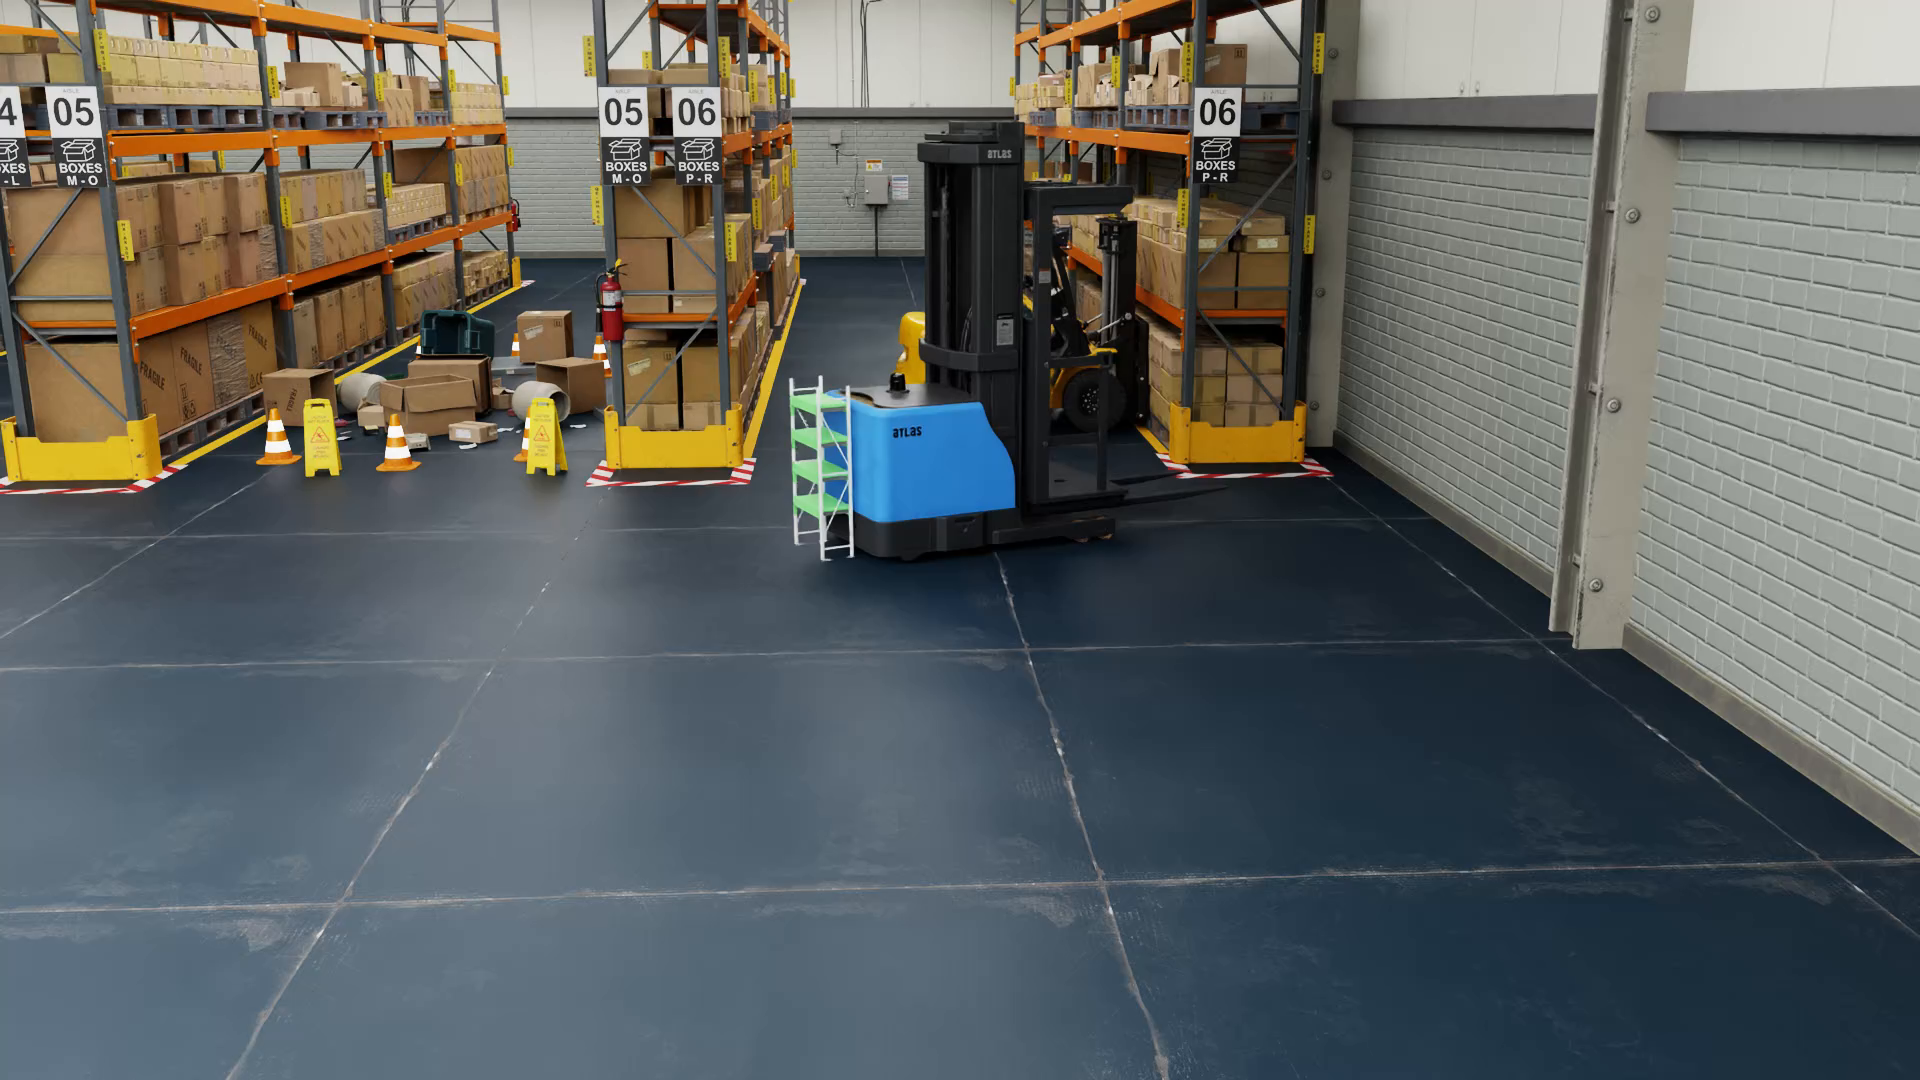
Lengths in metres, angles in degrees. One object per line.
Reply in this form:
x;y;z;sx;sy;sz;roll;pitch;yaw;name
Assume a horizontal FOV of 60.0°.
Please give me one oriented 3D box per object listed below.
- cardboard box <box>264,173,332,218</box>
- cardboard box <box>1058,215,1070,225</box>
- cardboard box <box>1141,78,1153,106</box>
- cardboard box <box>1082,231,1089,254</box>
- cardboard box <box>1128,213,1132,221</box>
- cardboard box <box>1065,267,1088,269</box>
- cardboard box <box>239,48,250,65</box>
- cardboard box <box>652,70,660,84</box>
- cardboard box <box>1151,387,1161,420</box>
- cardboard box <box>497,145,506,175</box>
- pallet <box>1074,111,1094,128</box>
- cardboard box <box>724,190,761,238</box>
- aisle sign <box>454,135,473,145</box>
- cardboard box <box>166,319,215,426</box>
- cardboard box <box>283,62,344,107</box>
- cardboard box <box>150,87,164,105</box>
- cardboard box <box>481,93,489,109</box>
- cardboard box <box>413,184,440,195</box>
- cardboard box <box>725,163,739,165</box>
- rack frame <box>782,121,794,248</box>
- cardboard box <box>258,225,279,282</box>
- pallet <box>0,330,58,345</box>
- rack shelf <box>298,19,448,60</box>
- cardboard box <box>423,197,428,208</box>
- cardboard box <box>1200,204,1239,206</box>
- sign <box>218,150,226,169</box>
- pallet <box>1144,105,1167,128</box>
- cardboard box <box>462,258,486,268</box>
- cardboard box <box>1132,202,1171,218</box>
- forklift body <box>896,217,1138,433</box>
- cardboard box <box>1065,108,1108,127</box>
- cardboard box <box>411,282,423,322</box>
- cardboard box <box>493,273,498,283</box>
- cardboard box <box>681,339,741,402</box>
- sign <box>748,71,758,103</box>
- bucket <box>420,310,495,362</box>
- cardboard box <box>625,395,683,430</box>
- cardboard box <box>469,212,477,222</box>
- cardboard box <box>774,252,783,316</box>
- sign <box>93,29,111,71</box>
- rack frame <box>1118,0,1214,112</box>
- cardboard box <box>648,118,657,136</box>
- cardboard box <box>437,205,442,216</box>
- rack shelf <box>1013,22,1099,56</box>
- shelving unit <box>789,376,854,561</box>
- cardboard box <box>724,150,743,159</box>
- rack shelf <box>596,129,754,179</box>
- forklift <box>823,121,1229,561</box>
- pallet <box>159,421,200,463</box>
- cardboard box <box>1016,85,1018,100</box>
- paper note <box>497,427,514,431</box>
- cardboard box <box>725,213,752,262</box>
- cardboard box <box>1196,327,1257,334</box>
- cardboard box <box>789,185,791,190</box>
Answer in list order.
-7.805;-4.032;19.468;0.700;0.500;0.500;-1;14;-4;cardboard box
1.543;-4.409;22.806;0.380;0.149;0.250;-1;14;-2;cardboard box
2.003;-4.441;16.474;0.396;0.266;0.258;-1;14;-5;cardboard box
1.815;-3.730;20.806;0.500;0.250;0.500;-1;14;-5;cardboard box
1.989;-3.390;17.681;0.380;0.149;0.250;-1;14;-2;cardboard box
1.692;-3.796;23.632;0.380;0.149;0.250;0;14;-2;cardboard box
-7.318;-4.816;16.567;0.380;0.149;0.250;-1;14;-4;cardboard box
-2.785;-3.965;14.299;0.380;0.149;0.250;-1;14;-2;cardboard box
2.096;-1.288;15.689;0.500;0.250;0.500;-1;14;-3;cardboard box
-8.141;-6.547;28.650;0.500;0.500;0.500;-1;14;-5;cardboard box
2.098;-5.364;21.214;1.213;0.211;1.003;0;14;-1;pallet
-2.483;-3.615;18.415;0.500;0.500;0.500;-1;14;-2;cardboard box
-8.721;-7.253;28.980;0.394;0.787;0.004;-1;14;-3;aisle sign
-7.591;-1.562;15.500;0.875;0.875;0.875;-1;14;-4;cardboard box
-7.535;-5.316;19.404;0.500;0.500;0.500;-1;14;-3;cardboard box
-7.175;-3.863;14.463;0.380;0.149;0.250;-1;14;-3;cardboard box
-8.073;-7.238;27.414;0.500;0.250;0.500;-1;14;-3;cardboard box
-7.932;-5.192;24.654;0.380;0.149;0.250;-1;14;-5;cardboard box
-3.345;-5.001;23.236;0.500;0.500;0.500;-1;14;-3;cardboard box
-3.483;-6.082;29.646;1.000;3.000;0.127;-1;14;-3;rack frame
-7.639;-2.977;17.278;0.875;0.550;0.550;-1;14;-3;cardboard box
-12.852;-2.786;22.433;1.003;0.211;1.213;-1;14;-3;pallet
-8.046;-6.852;22.844;1.077;0.370;4.000;-1;14;-3;rack shelf
-7.882;-4.856;23.944;0.380;0.149;0.250;-2;15;-6;cardboard box
2.583;-3.288;16.688;0.380;0.149;0.250;-1;14;-4;cardboard box
-12.832;-6.610;28.897;0.100;0.325;0.005;-1;14;-3;sign
2.365;-4.071;15.986;1.003;0.211;1.213;-1;14;-3;pallet
-8.055;-4.575;27.471;0.380;0.149;0.250;-1;14;-3;cardboard box
1.982;-3.406;17.144;0.380;0.149;0.250;-1;14;-2;cardboard box
0.524;-2.213;16.311;2.313;2.155;1.214;-1;14;-3;forklift body
1.692;-5.674;22.341;0.500;0.250;0.500;-1;14;-5;cardboard box
-7.746;-3.289;22.963;0.500;0.500;0.500;-1;14;-3;cardboard box
-8.023;-4.423;28.074;0.380;0.149;0.250;-2;15;-6;cardboard box
-2.268;-1.549;15.197;0.500;0.500;0.500;-1;14;-5;cardboard box
-2.199;-4.811;17.649;0.100;0.325;0.005;-1;14;-3;sign
-5.364;-2.149;17.878;0.726;0.611;0.620;4;5;16;bucket
-2.812;-1.178;15.259;0.500;0.250;0.500;-1;14;-4;cardboard box
-7.981;-5.200;26.720;0.380;0.149;0.250;-1;14;-2;cardboard box
-2.998;-3.662;23.661;0.875;0.875;0.875;-1;14;-3;cardboard box
-6.872;-3.923;13.321;0.100;0.325;0.005;-1;14;-3;sign
2.214;-6.081;17.601;1.000;3.000;0.127;-1;14;-3;rack frame
-2.793;-3.519;14.166;0.380;0.149;0.250;-1;14;-3;cardboard box
-7.931;-4.907;24.741;0.380;0.149;0.250;-1;14;-3;cardboard box
1.595;-8.218;27.357;1.077;0.370;4.000;-1;14;-3;rack shelf
-0.964;-0.503;11.571;0.258;1.200;0.503;-8;16;-26;shelving unit
-3.572;-6.006;25.840;0.380;0.149;0.250;-1;14;-5;cardboard box
-2.616;-3.705;15.830;1.077;0.370;4.000;-1;14;-3;rack shelf
0.559;-1.510;12.013;3.031;2.935;1.130;-7;16;-26;forklift
-7.554;-0.849;14.901;1.003;0.211;1.213;-1;14;-3;pallet
1.248;-7.812;29.049;0.500;0.250;0.500;-1;14;-4;cardboard box
-4.440;-1.078;16.176;0.148;0.019;0.142;4;15;16;paper note
-2.464;-3.184;17.583;0.500;0.500;0.500;-1;14;-5;cardboard box
2.566;-1.908;16.090;0.500;0.250;0.500;-1;14;-4;cardboard box
-3.131;-5.762;28.201;0.500;0.500;0.500;0;14;-2;cardboard box
